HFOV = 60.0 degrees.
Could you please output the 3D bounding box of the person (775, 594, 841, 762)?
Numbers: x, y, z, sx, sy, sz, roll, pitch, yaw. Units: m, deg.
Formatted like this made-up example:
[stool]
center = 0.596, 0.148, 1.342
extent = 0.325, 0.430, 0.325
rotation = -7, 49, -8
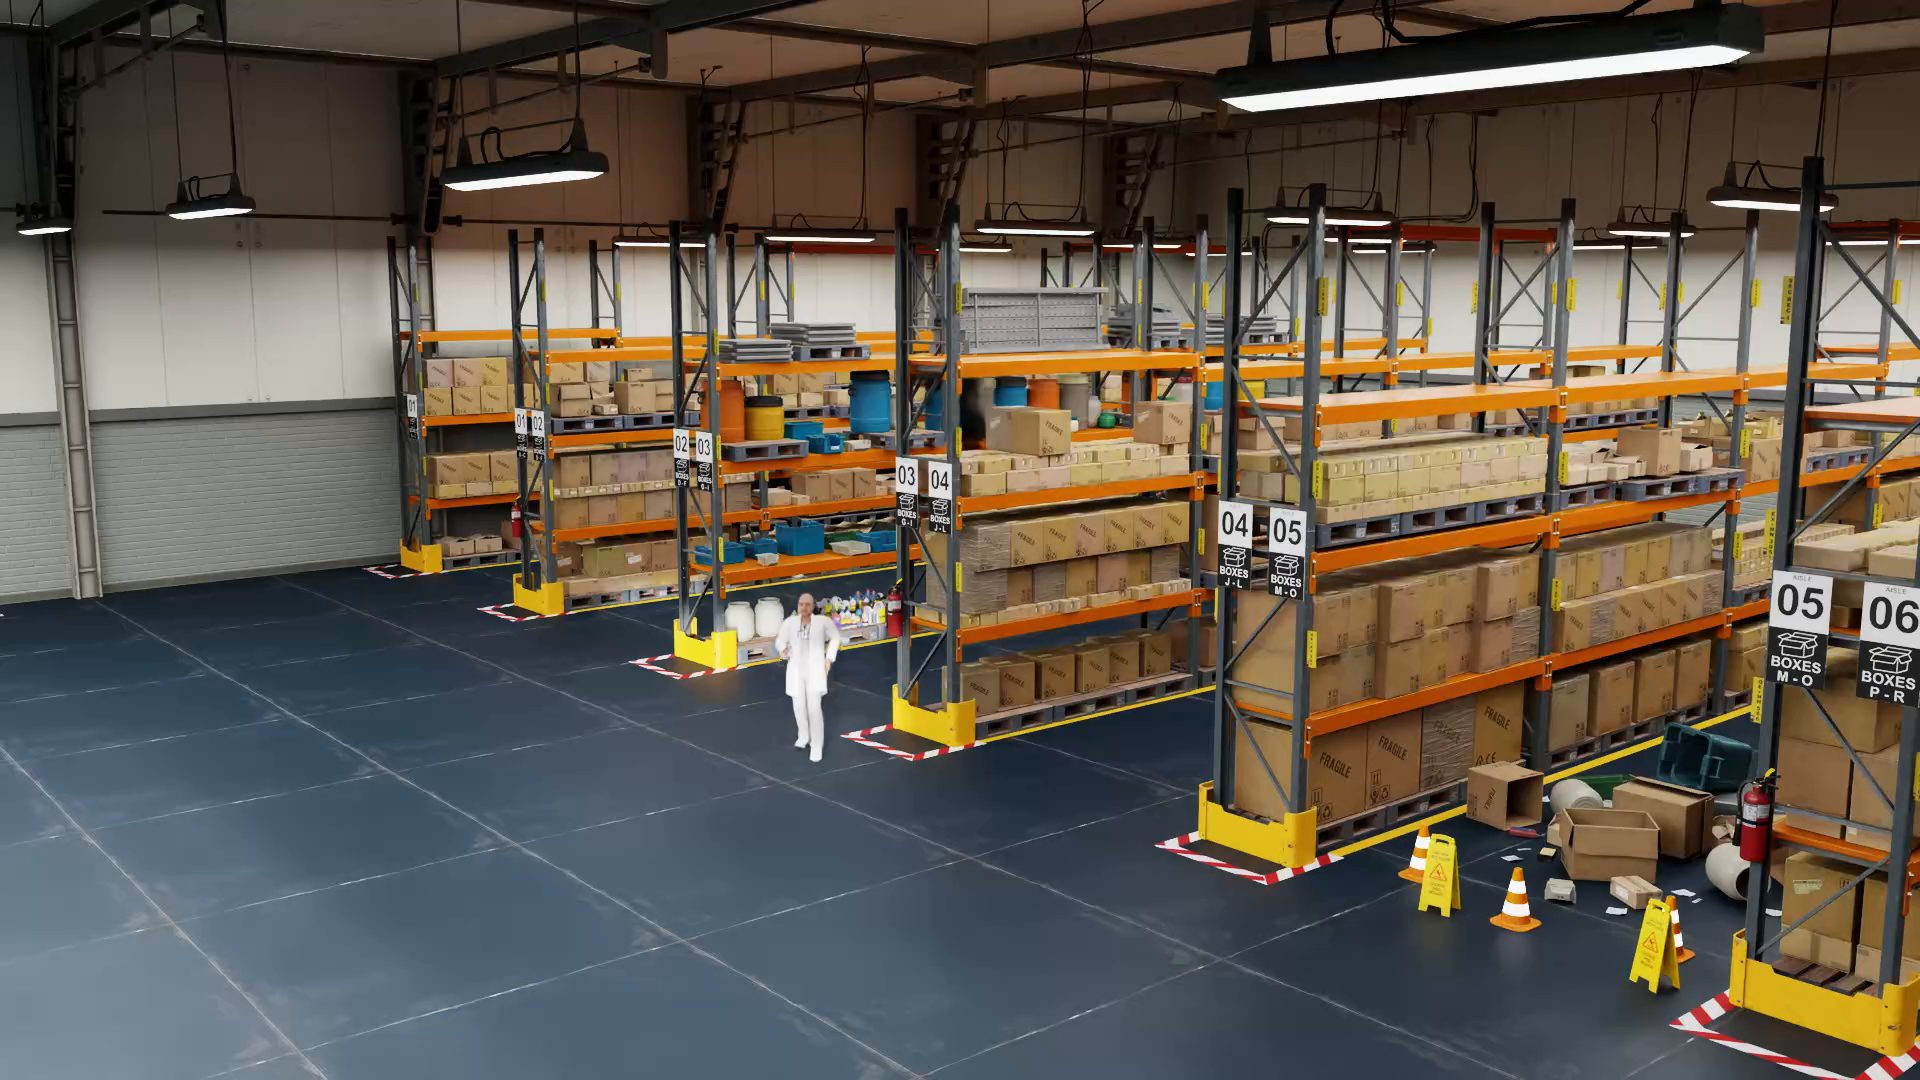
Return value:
[person]
center = -1.702, 1.495, 18.285
extent = 0.689, 1.820, 0.761
rotation = 1, 9, 10
